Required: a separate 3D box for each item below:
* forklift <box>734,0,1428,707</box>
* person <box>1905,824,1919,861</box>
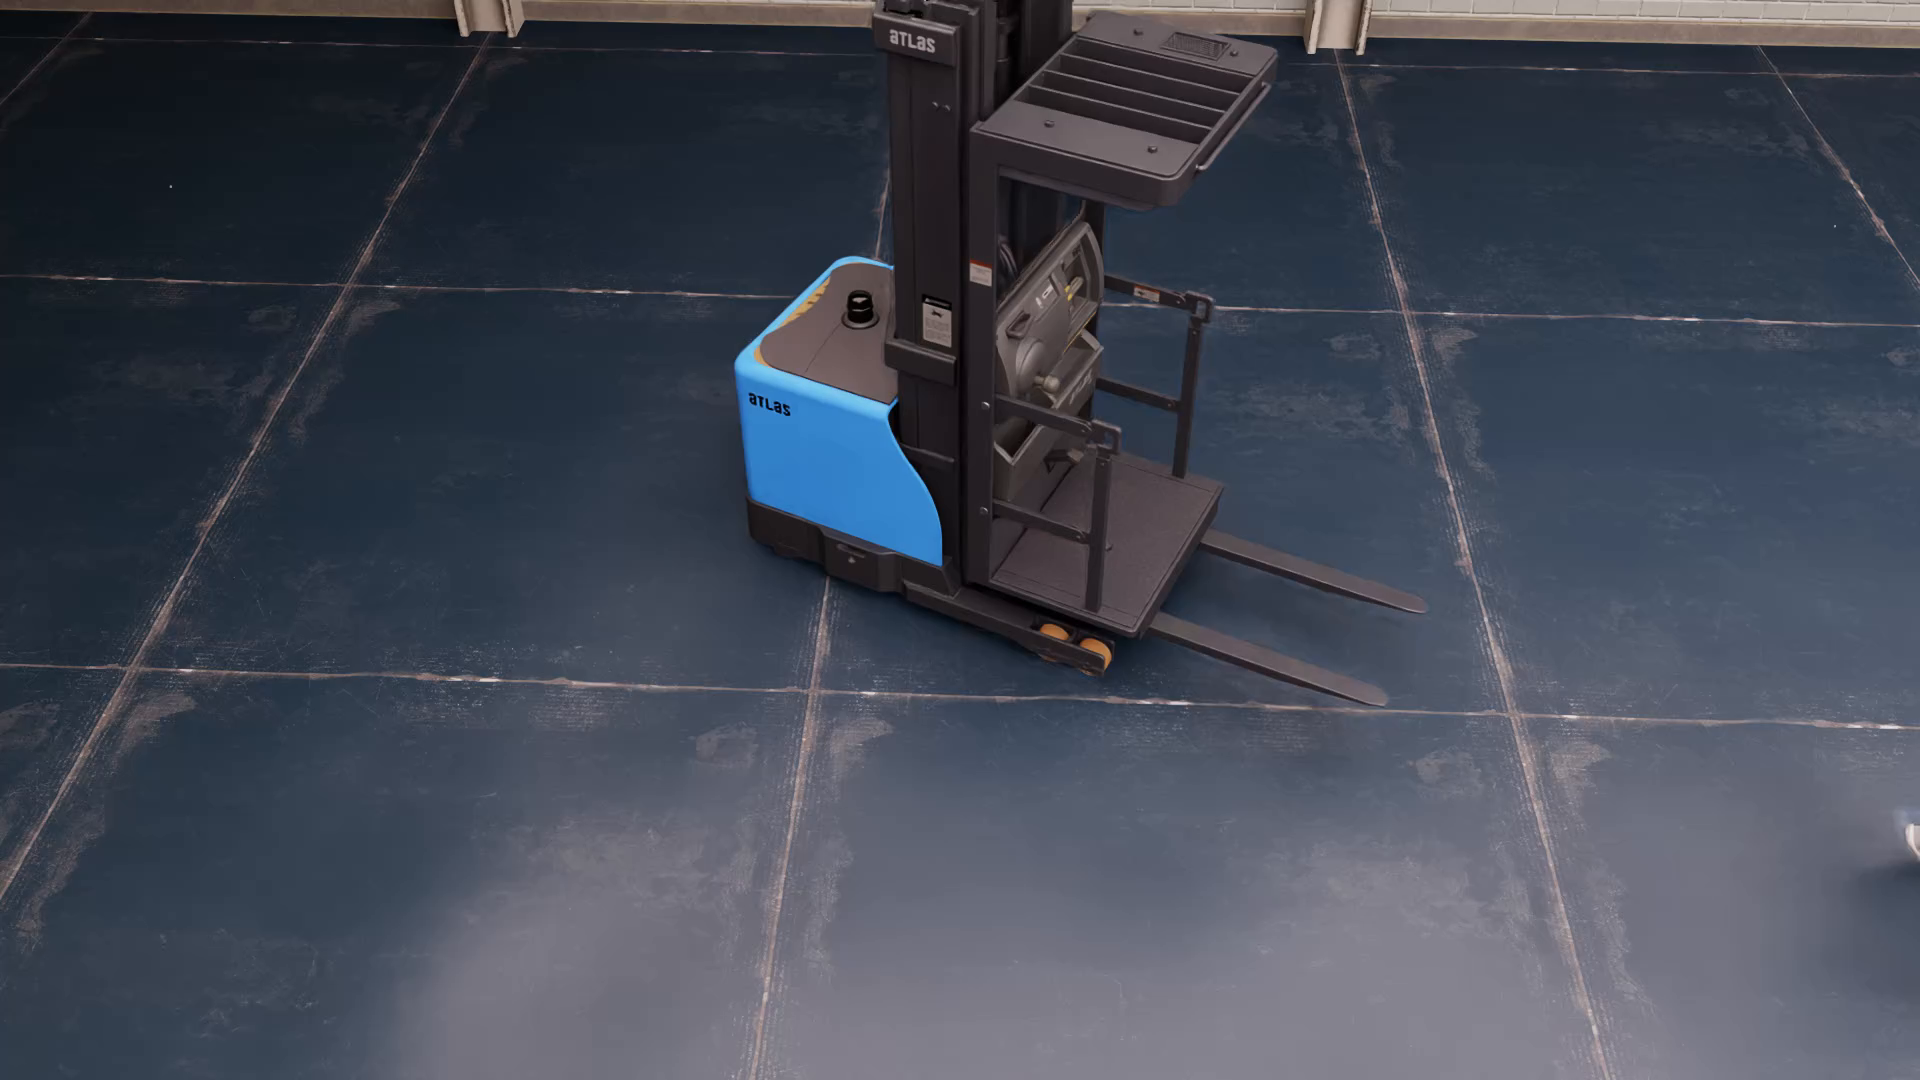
[{"bbox_3d":[0.552,-0.901,6.729,3.031,2.935,1.130,19,46,20],"label":"forklift"},{"bbox_3d":[3.727,0.975,5.683,0.529,1.616,0.949,10,43,11],"label":"person"}]
